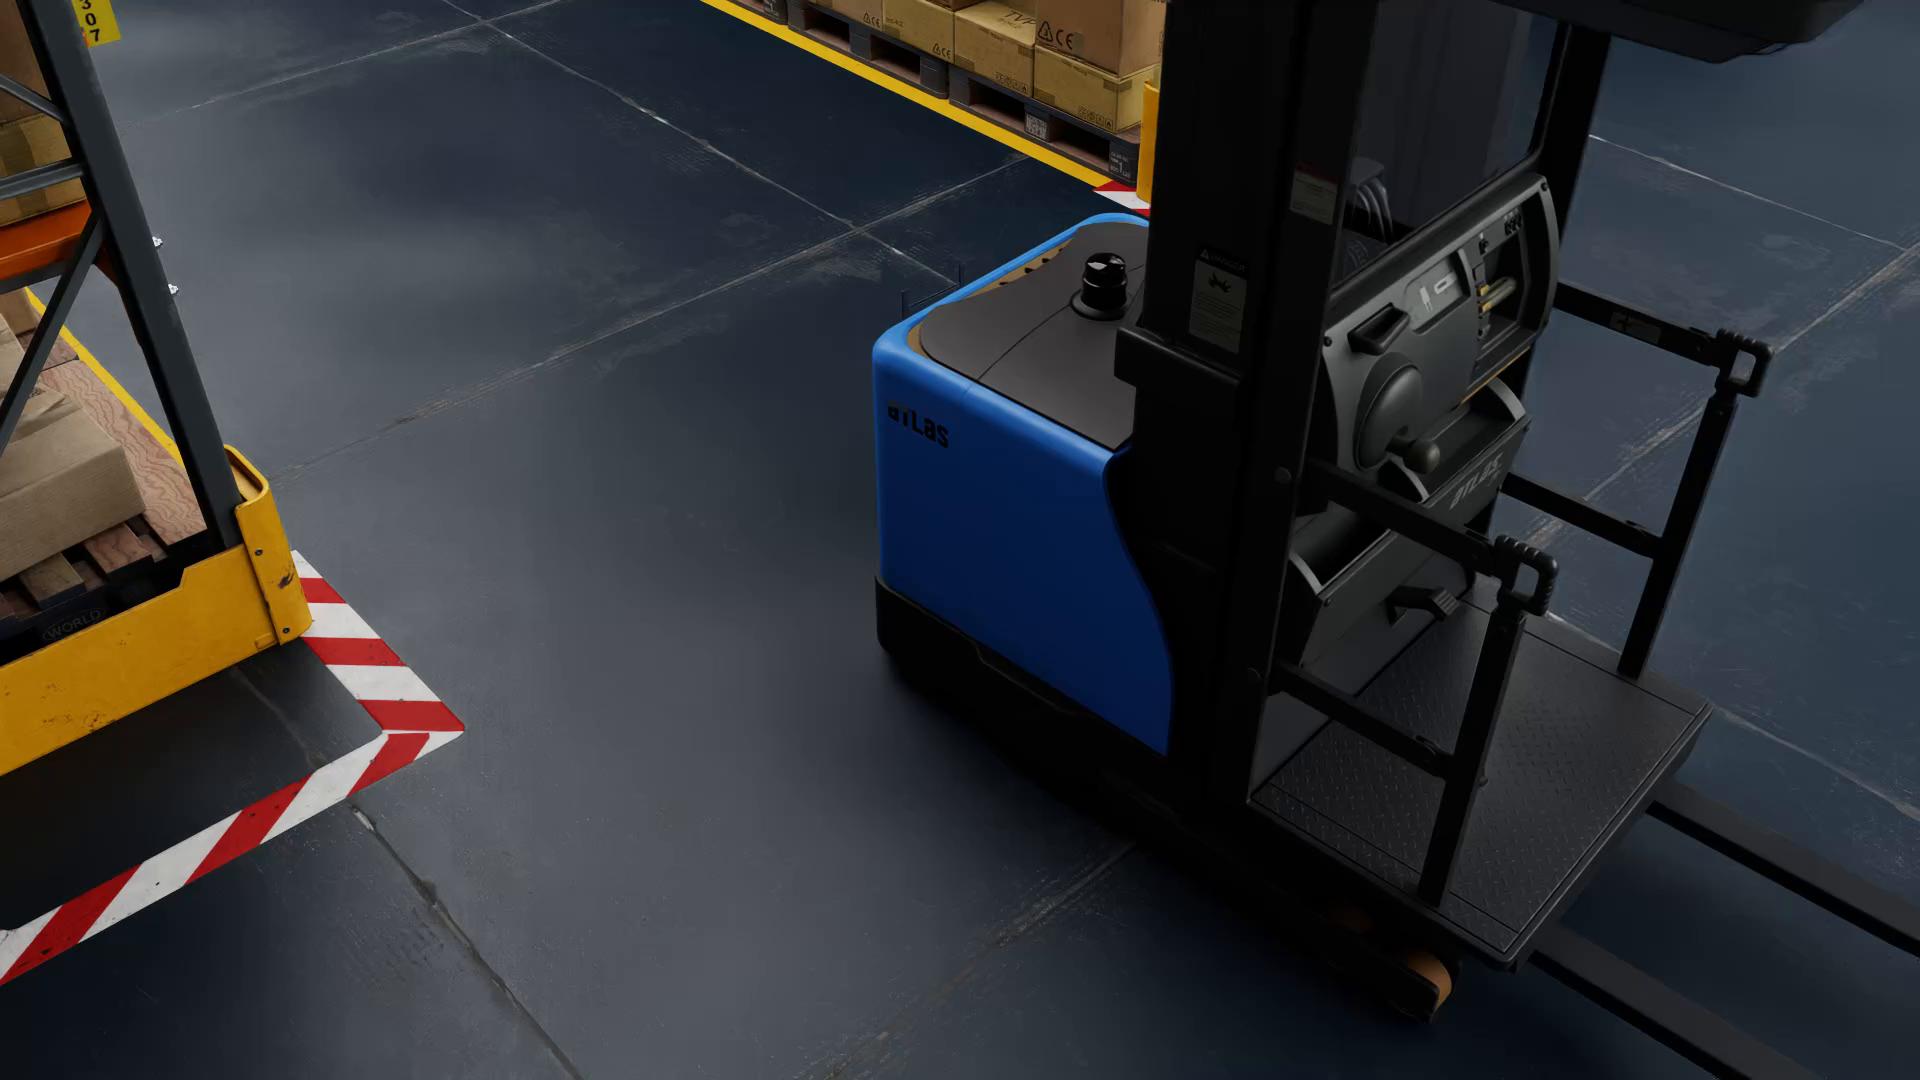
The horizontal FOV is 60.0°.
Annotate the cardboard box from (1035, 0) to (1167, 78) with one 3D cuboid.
[{"bbox_3d":[0.670,-2.323,6.996,0.500,0.500,0.500,-30,48,-32],"label":"cardboard box"}]

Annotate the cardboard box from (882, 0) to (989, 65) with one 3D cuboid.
[{"bbox_3d":[-0.015,-2.489,7.798,0.500,0.250,0.500,-30,48,-32],"label":"cardboard box"}]

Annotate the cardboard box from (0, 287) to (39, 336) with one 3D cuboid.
[{"bbox_3d":[-3.641,-0.890,5.604,0.500,0.500,0.700,31,48,33],"label":"cardboard box"}]

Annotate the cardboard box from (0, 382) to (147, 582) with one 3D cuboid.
[{"bbox_3d":[-2.796,-0.192,4.890,0.500,0.311,0.500,29,47,31],"label":"cardboard box"}]

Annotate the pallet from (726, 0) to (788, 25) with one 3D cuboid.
[{"bbox_3d":[-0.946,-3.196,9.039,1.003,0.211,1.213,-30,48,-32],"label":"pallet"}]

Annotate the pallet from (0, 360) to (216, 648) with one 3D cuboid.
[{"bbox_3d":[-2.969,-0.050,5.144,1.003,0.211,1.213,-30,48,-32],"label":"pallet"}]

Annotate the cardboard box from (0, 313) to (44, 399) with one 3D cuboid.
[{"bbox_3d":[-3.181,-0.456,5.217,0.500,0.311,0.500,-26,46,-28],"label":"cardboard box"}]

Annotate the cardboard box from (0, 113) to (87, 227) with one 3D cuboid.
[{"bbox_3d":[-2.490,-1.019,4.228,0.500,0.250,0.500,-31,48,-33],"label":"cardboard box"}]

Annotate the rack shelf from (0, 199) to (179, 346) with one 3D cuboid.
[{"bbox_3d":[-3.747,-1.354,5.112,1.077,0.370,4.000,-30,48,-32],"label":"rack shelf"}]

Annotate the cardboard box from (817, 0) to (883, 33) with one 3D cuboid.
[{"bbox_3d":[-0.351,-2.721,8.086,0.500,0.250,0.500,-30,48,-32],"label":"cardboard box"}]

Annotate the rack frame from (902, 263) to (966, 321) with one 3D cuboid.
[{"bbox_3d":[-0.074,-0.401,5.030,0.240,0.900,0.006,-30,48,-32],"label":"rack frame"}]

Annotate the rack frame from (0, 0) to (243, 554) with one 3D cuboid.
[{"bbox_3d":[-2.394,-0.709,3.740,1.000,3.000,0.127,-30,48,-32],"label":"rack frame"}]

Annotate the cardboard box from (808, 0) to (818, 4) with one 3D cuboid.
[{"bbox_3d":[-0.694,-2.950,8.369,0.500,0.250,0.500,-30,48,-32],"label":"cardboard box"}]

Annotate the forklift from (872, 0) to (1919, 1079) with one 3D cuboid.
[{"bbox_3d":[1.186,-0.407,3.421,3.031,2.935,1.130,30,48,32],"label":"forklift"}]

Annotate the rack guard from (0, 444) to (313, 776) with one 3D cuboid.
[{"bbox_3d":[-2.445,0.229,4.569,1.175,0.500,0.348,-30,48,-32],"label":"rack guard"}]

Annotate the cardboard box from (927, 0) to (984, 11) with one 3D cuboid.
[{"bbox_3d":[-0.017,-2.779,7.561,0.500,0.500,0.500,-30,48,-32],"label":"cardboard box"}]

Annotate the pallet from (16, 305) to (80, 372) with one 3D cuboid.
[{"bbox_3d":[-3.790,-0.614,5.843,1.003,0.211,1.213,-30,48,-32],"label":"pallet"}]

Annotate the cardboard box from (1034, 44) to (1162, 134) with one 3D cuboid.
[{"bbox_3d":[0.672,-2.032,7.232,0.500,0.250,0.500,-30,48,-32],"label":"cardboard box"}]

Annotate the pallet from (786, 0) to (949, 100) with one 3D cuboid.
[{"bbox_3d":[-0.117,-2.631,8.340,1.003,0.211,1.213,-30,48,-32],"label":"pallet"}]

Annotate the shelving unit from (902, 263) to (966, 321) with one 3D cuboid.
[{"bbox_3d":[-0.005,-0.354,4.972,0.258,0.900,0.210,-30,48,-32],"label":"shelving unit"}]

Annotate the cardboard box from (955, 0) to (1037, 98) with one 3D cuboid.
[{"bbox_3d":[0.325,-2.258,7.513,0.500,0.250,0.500,-30,48,-32],"label":"cardboard box"}]

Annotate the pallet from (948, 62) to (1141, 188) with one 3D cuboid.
[{"bbox_3d":[0.704,-2.067,7.641,1.003,0.211,1.213,-30,48,-32],"label":"pallet"}]

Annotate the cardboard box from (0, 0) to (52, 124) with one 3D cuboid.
[{"bbox_3d":[-2.496,-1.298,3.977,0.500,0.500,0.500,-30,48,-32],"label":"cardboard box"}]

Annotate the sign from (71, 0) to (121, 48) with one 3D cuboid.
[{"bbox_3d":[-1.995,-1.276,3.754,0.100,0.325,0.005,-30,48,-32],"label":"sign"}]

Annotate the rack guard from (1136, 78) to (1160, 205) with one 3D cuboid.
[{"bbox_3d":[1.269,-1.832,7.120,1.175,0.500,0.348,-30,48,-32],"label":"rack guard"}]
